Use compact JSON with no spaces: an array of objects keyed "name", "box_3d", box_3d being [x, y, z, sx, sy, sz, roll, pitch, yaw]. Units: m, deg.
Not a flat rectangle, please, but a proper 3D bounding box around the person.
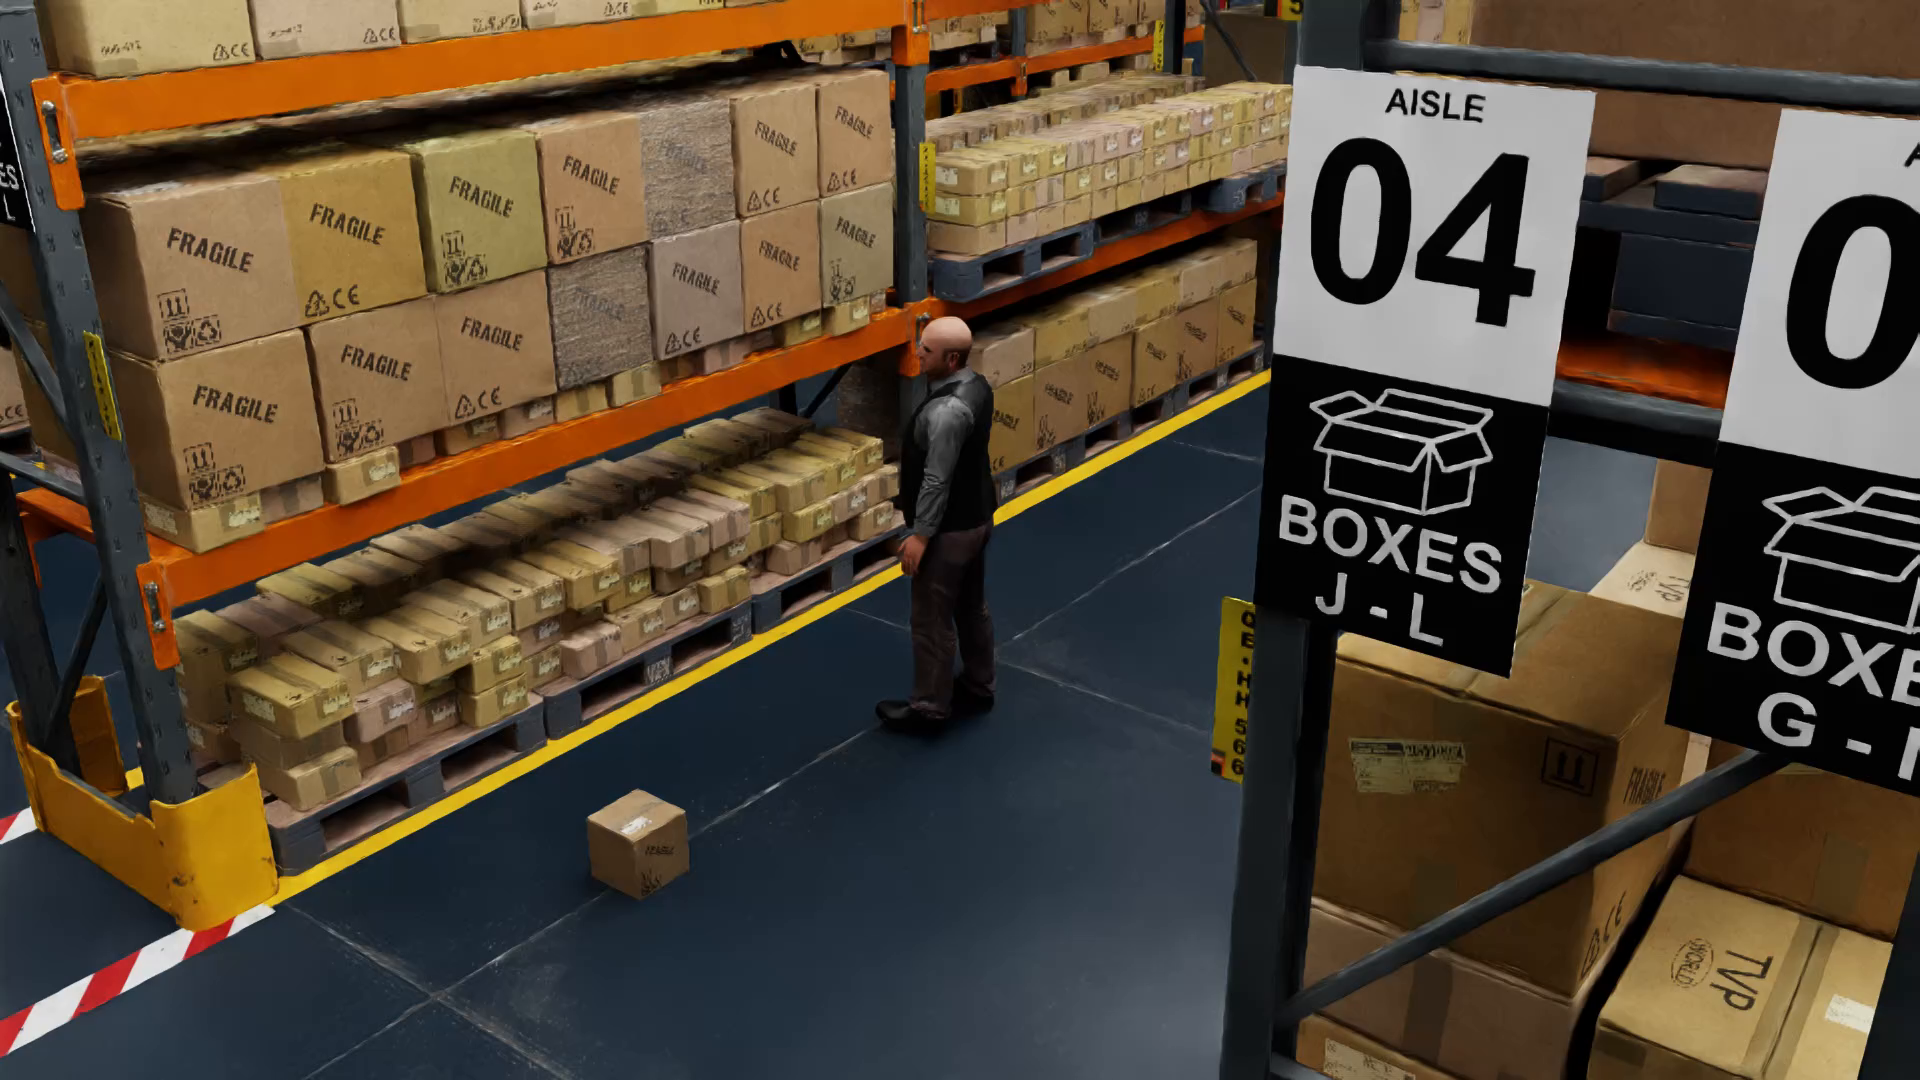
[{"name":"person","box_3d":[-0.091,-0.063,6.706,0.470,1.730,0.588,6,24,14]}]
